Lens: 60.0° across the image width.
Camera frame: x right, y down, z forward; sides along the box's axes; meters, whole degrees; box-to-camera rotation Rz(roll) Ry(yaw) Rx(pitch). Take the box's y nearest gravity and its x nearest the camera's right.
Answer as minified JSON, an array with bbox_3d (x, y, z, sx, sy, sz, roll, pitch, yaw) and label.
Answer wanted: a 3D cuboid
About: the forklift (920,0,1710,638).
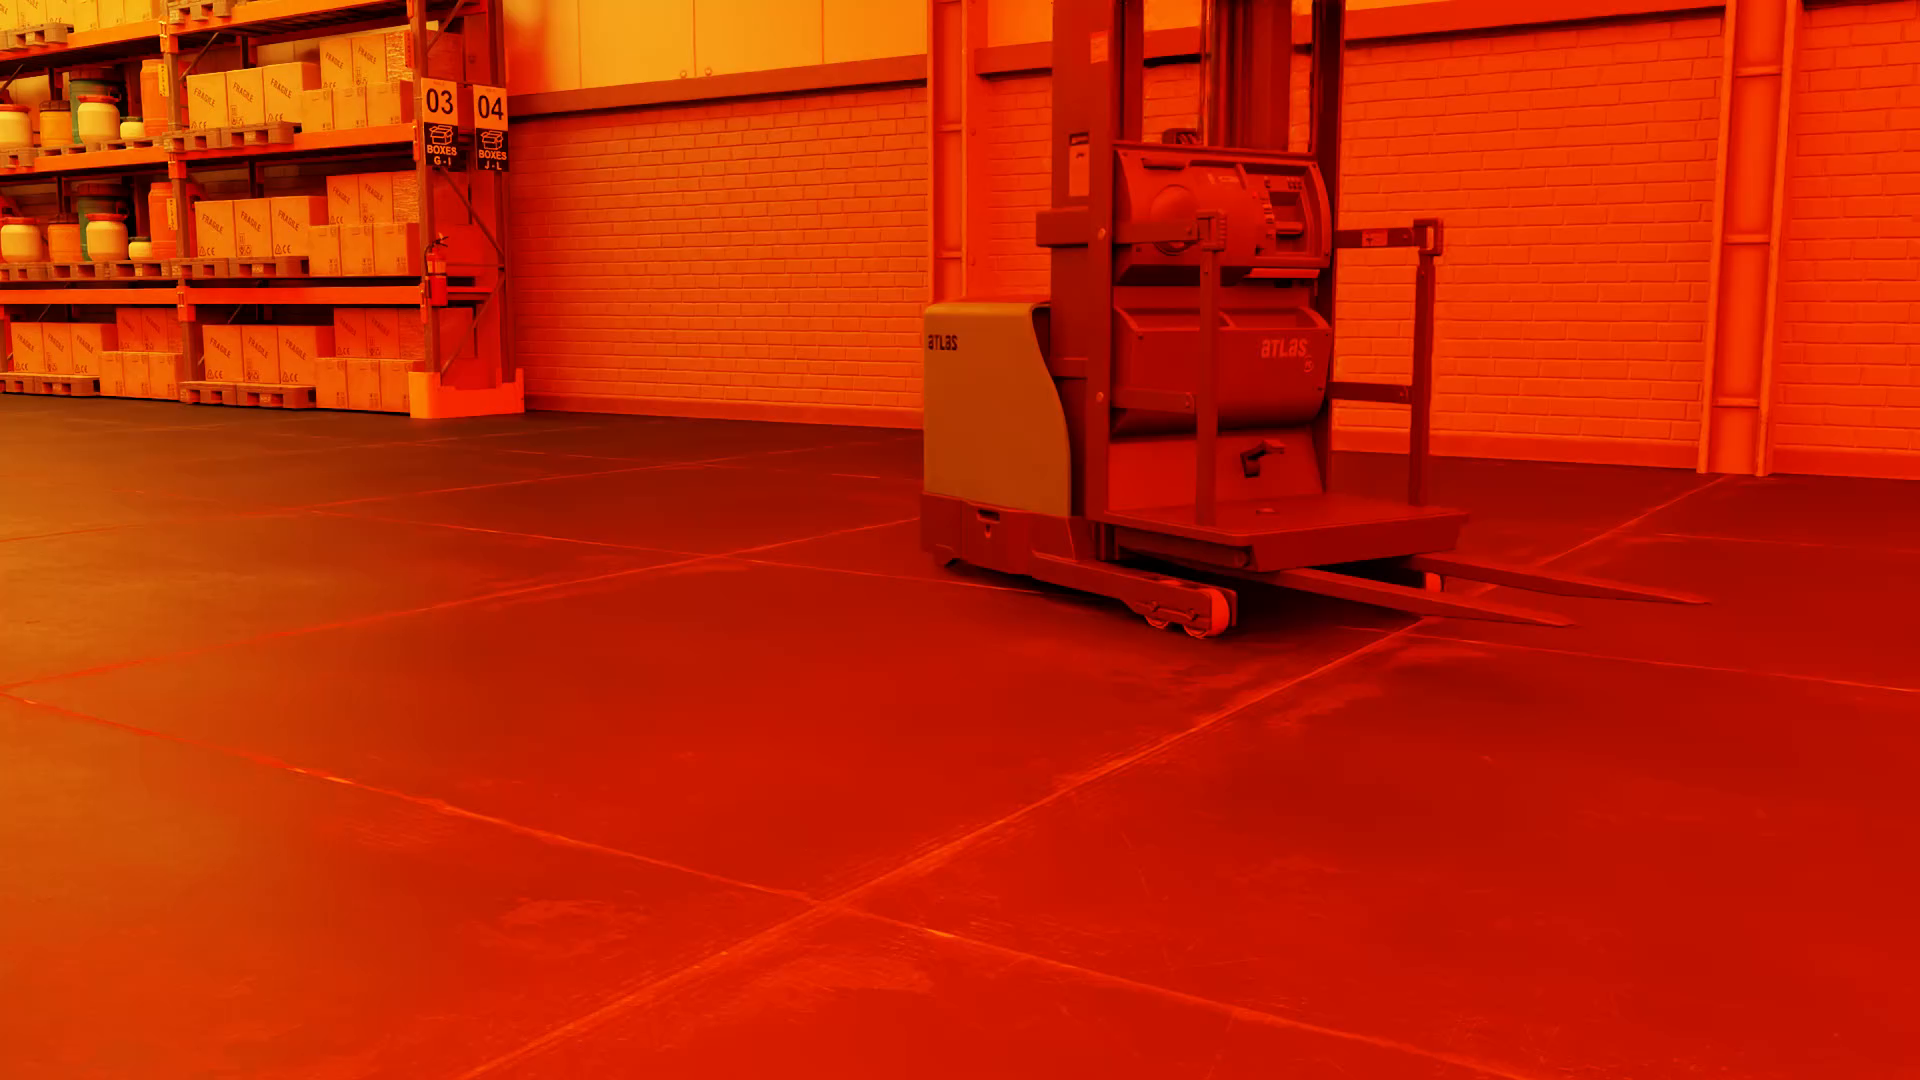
[{"bbox_3d":[1.059,-1.208,5.687,1.130,2.935,3.031,-5,10,-33],"label":"forklift"}]
